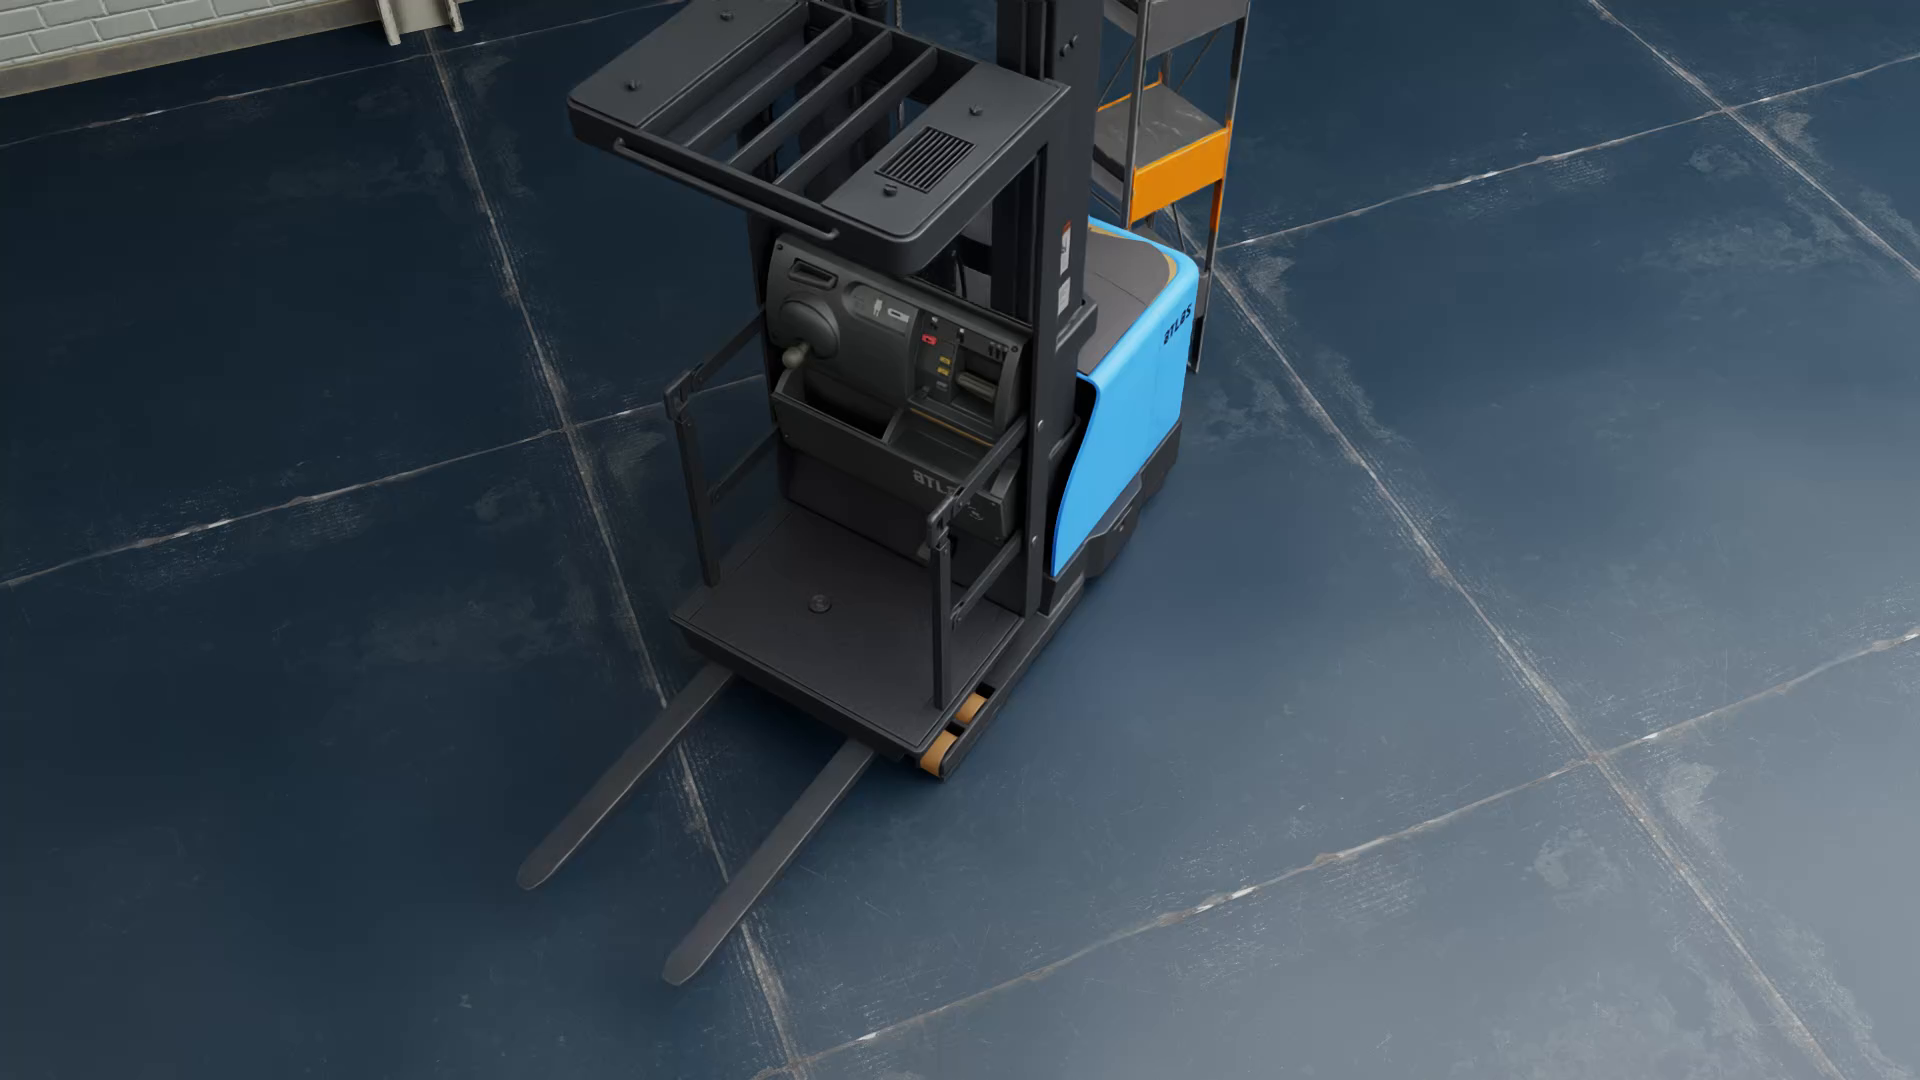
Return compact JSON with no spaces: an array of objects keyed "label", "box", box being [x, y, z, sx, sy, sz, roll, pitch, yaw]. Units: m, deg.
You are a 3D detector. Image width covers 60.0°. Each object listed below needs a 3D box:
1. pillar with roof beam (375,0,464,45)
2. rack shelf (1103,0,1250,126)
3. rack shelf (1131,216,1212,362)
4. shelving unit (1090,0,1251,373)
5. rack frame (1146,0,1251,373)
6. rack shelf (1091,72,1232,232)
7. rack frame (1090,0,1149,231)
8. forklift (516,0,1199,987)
[{"label":"pillar with roof beam","box":[-1.281,-2.704,2.981,0.400,9.000,9.100,-17,52,-14]},{"label":"rack shelf","box":[0.703,-1.870,5.905,0.480,0.518,0.431,-29,55,-23]},{"label":"rack shelf","box":[0.711,-0.956,6.966,0.480,0.518,0.431,-29,55,-23]},{"label":"shelving unit","box":[0.707,-1.422,6.425,0.503,2.100,0.431,-29,55,-23]},{"label":"rack frame","box":[0.903,-1.532,6.519,0.015,2.100,0.400,-29,55,-23]},{"label":"rack shelf","box":[0.707,-1.413,6.436,0.480,0.518,0.431,-29,55,-23]},{"label":"rack frame","box":[0.510,-1.311,6.331,0.015,2.100,0.400,-29,55,-23]},{"label":"forklift","box":[-0.332,-0.537,5.120,1.130,2.935,3.031,26,54,21]}]
